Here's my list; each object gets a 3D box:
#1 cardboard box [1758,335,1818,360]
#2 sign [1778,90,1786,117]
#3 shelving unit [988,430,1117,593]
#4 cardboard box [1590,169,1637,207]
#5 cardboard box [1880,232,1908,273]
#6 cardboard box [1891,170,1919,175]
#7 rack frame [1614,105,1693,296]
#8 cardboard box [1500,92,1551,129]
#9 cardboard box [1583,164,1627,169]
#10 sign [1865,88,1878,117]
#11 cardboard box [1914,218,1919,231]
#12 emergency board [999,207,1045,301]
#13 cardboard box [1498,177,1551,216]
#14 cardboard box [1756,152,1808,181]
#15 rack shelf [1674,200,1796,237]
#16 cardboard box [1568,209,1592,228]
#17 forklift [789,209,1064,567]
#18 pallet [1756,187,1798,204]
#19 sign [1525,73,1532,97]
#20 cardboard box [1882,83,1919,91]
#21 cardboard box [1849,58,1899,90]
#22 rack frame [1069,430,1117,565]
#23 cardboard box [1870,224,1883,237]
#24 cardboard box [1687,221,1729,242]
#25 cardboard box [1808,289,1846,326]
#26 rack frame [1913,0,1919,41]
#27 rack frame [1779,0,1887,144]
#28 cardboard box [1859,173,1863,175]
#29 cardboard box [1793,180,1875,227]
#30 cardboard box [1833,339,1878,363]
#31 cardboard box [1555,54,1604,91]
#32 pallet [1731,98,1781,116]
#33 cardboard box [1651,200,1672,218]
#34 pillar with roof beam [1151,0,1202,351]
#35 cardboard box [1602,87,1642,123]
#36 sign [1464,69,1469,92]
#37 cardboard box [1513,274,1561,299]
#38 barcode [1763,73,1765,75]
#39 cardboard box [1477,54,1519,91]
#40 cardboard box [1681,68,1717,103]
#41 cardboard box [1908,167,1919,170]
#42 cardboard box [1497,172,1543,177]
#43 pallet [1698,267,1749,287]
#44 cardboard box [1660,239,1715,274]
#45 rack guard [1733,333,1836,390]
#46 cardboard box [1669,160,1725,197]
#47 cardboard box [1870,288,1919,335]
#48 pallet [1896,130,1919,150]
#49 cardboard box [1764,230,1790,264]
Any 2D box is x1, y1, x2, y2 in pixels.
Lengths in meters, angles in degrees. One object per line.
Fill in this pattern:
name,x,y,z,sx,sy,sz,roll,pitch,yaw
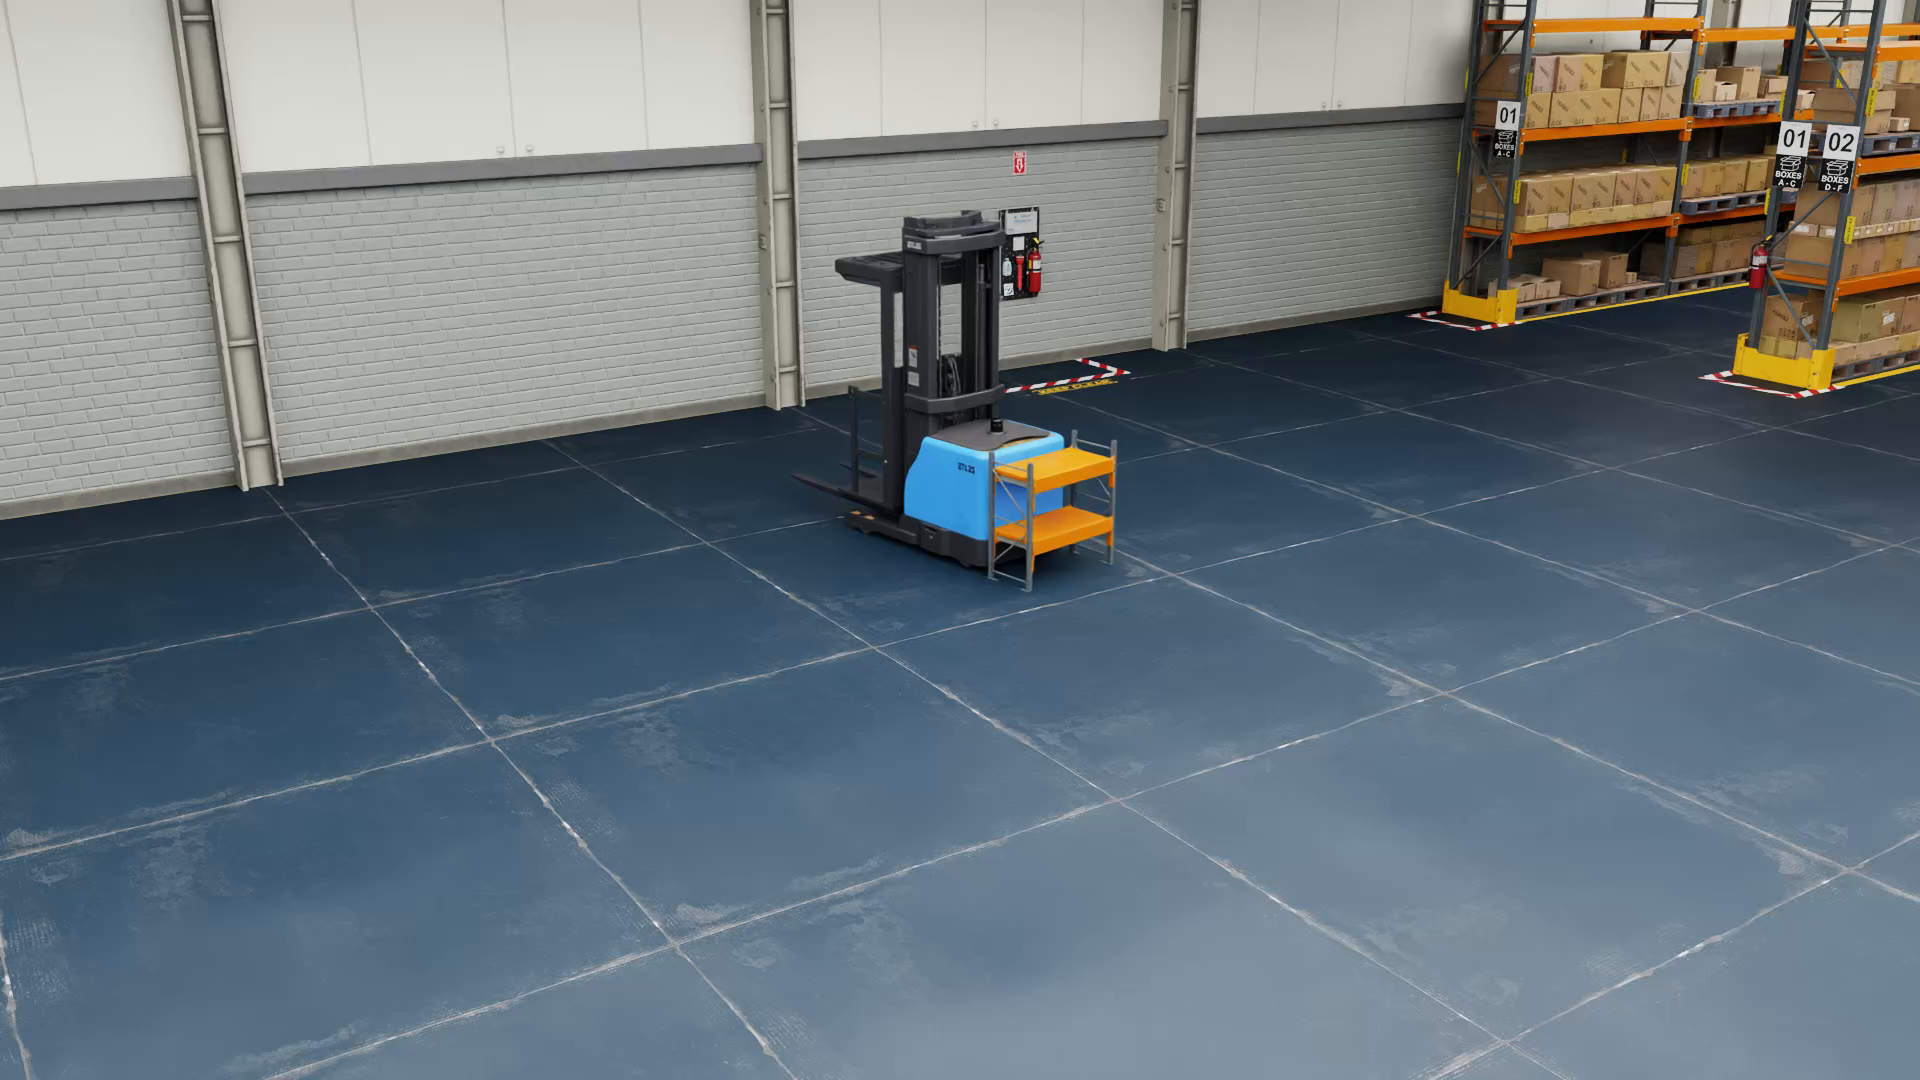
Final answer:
cardboard box,10.819,-2.547,21.733,0.500,0.250,0.500,-12,22,-31
sign,10.247,-5.428,20.674,0.005,0.325,0.100,-12,22,-31
shelving unit,0.792,-0.261,14.259,1.048,1.125,0.538,-17,25,-40
cardboard box,10.082,-5.459,25.740,0.500,0.500,0.500,-13,22,-33
cardboard box,11.784,-3.783,21.595,0.500,0.500,0.700,-12,22,-31
cardboard box,12.667,-4.587,21.946,0.500,0.500,0.700,-12,22,-31
rack frame,11.147,-5.506,26.848,0.127,3.000,1.000,-12,22,-31
cardboard box,8.223,-6.272,24.241,0.500,0.500,0.500,-11,22,-30
cardboard box,10.205,-5.683,26.403,0.500,0.500,0.500,-12,22,-32
sign,10.834,-5.200,19.772,0.005,0.325,0.100,-12,22,-31
cardboard box,12.264,-4.114,21.561,0.250,0.149,0.380,-12,22,-31
emergency board,0.819,-3.674,21.430,0.643,1.169,0.194,-12,22,-31
cardboard box,8.370,-5.099,24.676,0.500,0.500,0.500,-12,22,-31
cardboard box,14.101,-6.381,28.593,0.500,0.500,0.700,-15,24,-38
rack shelf,12.817,-5.518,28.005,4.000,0.370,1.077,-12,22,-31
cardboard box,9.243,-4.925,25.331,0.500,0.250,0.500,-12,22,-32
forklift,-0.429,-1.546,15.240,1.130,2.935,3.031,-16,25,-40
pallet,13.951,-5.966,28.507,1.003,0.211,1.213,-12,22,-31
sign,8.105,-6.492,23.715,0.005,0.325,0.100,-12,22,-31
cardboard box,12.430,-5.661,21.586,0.637,0.503,0.797,-9,21,-25
cardboard box,16.150,-8.280,29.526,0.500,0.500,0.700,-12,22,-31
rack frame,1.163,-0.372,14.589,0.032,1.125,0.500,-17,25,-40
cardboard box,11.408,-3.934,21.030,0.250,0.149,0.380,-12,22,-31
cardboard box,12.551,-5.191,27.961,0.500,0.250,0.500,-13,22,-33
cardboard box,11.645,-3.083,22.147,0.500,0.500,0.500,-12,22,-31
rack frame,17.828,-9.757,30.056,0.127,3.000,1.000,-12,22,-31
rack frame,10.534,-6.319,19.886,0.127,3.000,1.000,-12,22,-31
cardboard box,15.477,-6.515,29.182,0.500,0.500,0.500,-11,22,-30
cardboard box,10.975,-4.227,20.884,0.500,0.500,0.700,-12,22,-31
cardboard box,11.520,-2.498,21.587,0.500,0.250,0.500,-12,22,-31
cardboard box,9.130,-6.924,24.610,0.500,0.500,0.500,-11,22,-30
pallet,12.586,-7.102,27.178,1.003,0.211,1.213,-12,22,-31
cardboard box,10.918,-5.280,26.382,0.500,0.250,0.500,-12,22,-31
pillar with roof beam,5.272,-5.790,18.320,0.400,9.000,9.100,-12,22,-31
cardboard box,9.990,-6.636,25.318,0.500,0.500,0.500,-13,23,-33
sign,7.518,-6.794,24.592,0.005,0.325,0.100,-12,22,-31
cardboard box,8.910,-3.935,25.711,0.500,0.311,0.500,-10,21,-27
barcode,13.837,-8.003,28.614,0.075,0.075,0.001,-12,22,-31
cardboard box,8.022,-6.899,24.536,0.500,0.500,0.500,-11,21,-29
cardboard box,11.647,-7.248,26.506,0.500,0.500,0.500,-9,20,-24
cardboard box,17.161,-6.872,30.236,0.500,0.500,0.500,-12,22,-31
cardboard box,8.509,-5.321,25.333,0.500,0.500,0.500,-12,22,-31
pallet,12.816,-4.539,28.341,1.213,0.211,1.003,-12,22,-31
cardboard box,12.156,-4.769,27.884,0.500,0.500,0.700,-12,22,-32
rack guard,10.514,-2.289,21.235,0.348,0.500,1.175,-12,22,-31
cardboard box,12.061,-5.939,27.285,0.500,0.500,0.700,-9,21,-26
cardboard box,12.358,-3.027,21.983,0.500,0.500,0.500,-12,22,-31
pallet,12.158,-5.190,21.368,1.213,0.211,1.003,-12,22,-31
cardboard box,13.915,-5.094,28.846,0.500,0.500,0.700,-12,22,-31
